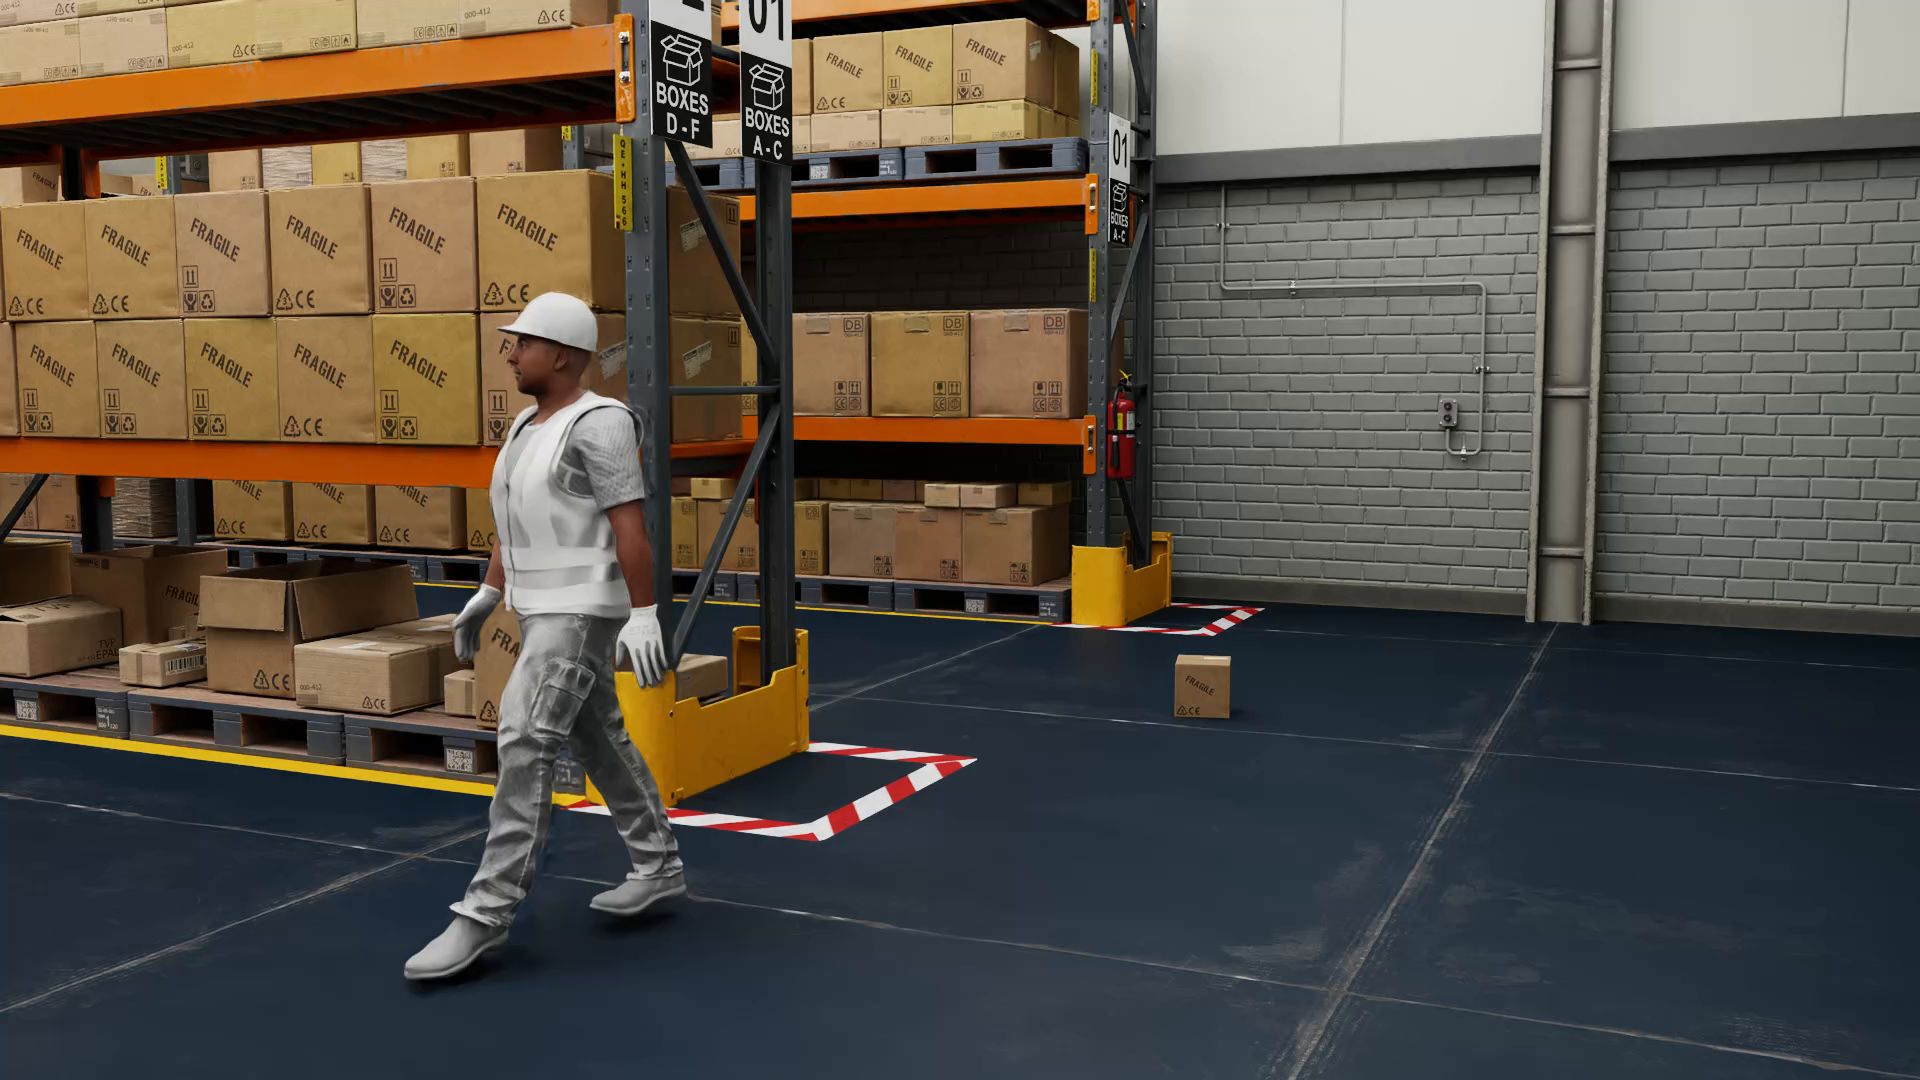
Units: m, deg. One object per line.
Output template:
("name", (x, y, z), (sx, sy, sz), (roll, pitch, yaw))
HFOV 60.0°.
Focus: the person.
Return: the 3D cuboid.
("person", (-1.163, 0.208, 4.549), (0.859, 1.758, 0.615), (-4, 7, -33))
